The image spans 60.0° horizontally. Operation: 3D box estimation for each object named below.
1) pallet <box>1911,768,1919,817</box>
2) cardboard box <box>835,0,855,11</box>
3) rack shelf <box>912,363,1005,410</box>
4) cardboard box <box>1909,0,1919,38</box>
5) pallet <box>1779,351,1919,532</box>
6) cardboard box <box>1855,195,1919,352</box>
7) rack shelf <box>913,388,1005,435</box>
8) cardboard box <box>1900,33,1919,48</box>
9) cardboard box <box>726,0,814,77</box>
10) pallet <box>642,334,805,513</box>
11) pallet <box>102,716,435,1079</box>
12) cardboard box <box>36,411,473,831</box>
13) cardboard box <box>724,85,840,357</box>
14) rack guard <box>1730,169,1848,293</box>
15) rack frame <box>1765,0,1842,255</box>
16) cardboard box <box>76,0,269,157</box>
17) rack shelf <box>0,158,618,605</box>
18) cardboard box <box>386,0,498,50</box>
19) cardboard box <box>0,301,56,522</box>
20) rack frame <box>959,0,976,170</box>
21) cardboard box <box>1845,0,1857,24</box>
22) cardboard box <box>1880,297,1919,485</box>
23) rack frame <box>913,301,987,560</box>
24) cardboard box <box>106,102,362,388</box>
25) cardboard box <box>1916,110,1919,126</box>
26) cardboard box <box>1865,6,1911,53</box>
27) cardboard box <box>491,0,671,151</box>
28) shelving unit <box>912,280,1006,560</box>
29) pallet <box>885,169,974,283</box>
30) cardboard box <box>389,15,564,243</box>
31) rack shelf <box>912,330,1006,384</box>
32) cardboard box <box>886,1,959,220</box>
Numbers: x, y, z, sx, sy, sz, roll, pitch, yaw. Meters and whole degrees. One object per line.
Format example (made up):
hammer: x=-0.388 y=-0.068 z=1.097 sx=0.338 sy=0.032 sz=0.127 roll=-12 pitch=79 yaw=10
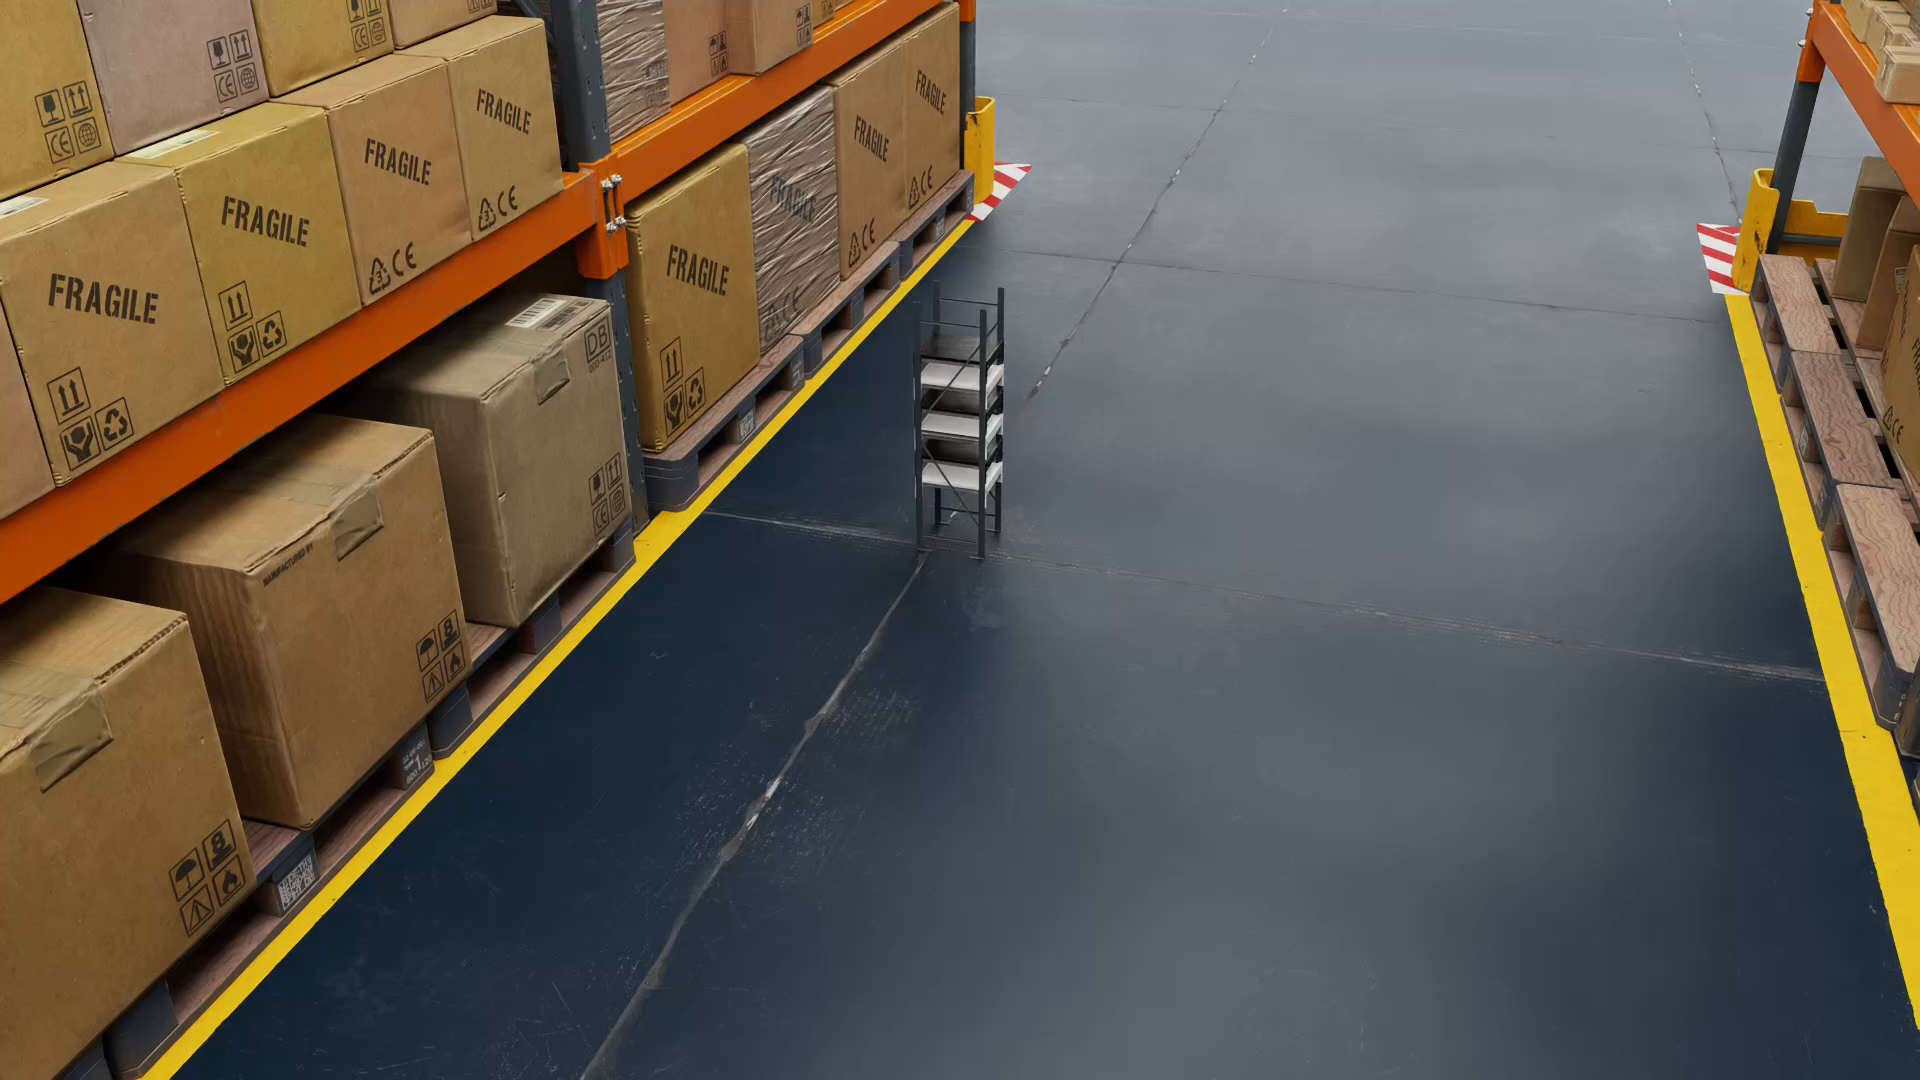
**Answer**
pallet: x=2.899 y=0.924 z=3.872 sx=1.003 sy=0.211 sz=1.213 roll=8 pitch=30 yaw=15
cardboard box: x=-0.903 y=-2.656 z=7.284 sx=0.875 sy=0.550 sz=0.550 roll=8 pitch=30 yaw=15
rack shelf: x=-0.002 y=-0.518 z=5.453 sx=0.258 sy=0.077 sz=0.200 roll=8 pitch=30 yaw=15
cardboard box: x=3.892 y=-1.962 z=5.782 sx=0.875 sy=0.500 sz=0.500 roll=8 pitch=30 yaw=15
pallet: x=3.645 y=-0.324 z=6.115 sx=1.003 sy=0.211 sz=1.213 roll=8 pitch=30 yaw=15
cardboard box: x=3.958 y=-1.036 z=6.666 sx=0.500 sy=0.500 sz=0.500 roll=17 pitch=33 yaw=28
rack shelf: x=-0.002 y=-0.439 z=5.497 sx=0.258 sy=0.077 sz=0.200 roll=8 pitch=30 yaw=15
cardboard box: x=3.628 y=-1.725 z=6.024 sx=0.380 sy=0.149 sz=0.250 roll=8 pitch=30 yaw=15
cardboard box: x=-1.078 y=-2.143 z=6.362 sx=0.875 sy=0.550 sz=0.550 roll=8 pitch=30 yaw=15
pallet: x=-1.288 y=-0.535 z=6.494 sx=1.003 sy=0.211 sz=1.213 roll=8 pitch=30 yaw=15
pallet: x=-2.097 y=0.746 z=4.193 sx=1.003 sy=0.211 sz=1.213 roll=8 pitch=30 yaw=15
cardboard box: x=-1.969 y=0.137 z=4.300 sx=1.050 sy=0.750 sz=0.750 roll=8 pitch=30 yaw=15
cardboard box: x=-1.074 y=-1.368 z=6.877 sx=0.875 sy=0.875 sz=0.875 roll=9 pitch=30 yaw=15
rack guard: x=4.278 y=-1.388 z=7.730 sx=1.175 sy=0.500 sz=0.348 roll=8 pitch=30 yaw=15
rack frame: x=4.300 y=-2.515 z=7.186 sx=1.000 sy=3.000 sz=0.127 roll=8 pitch=30 yaw=15
cardboard box: x=-2.024 y=-1.186 z=3.665 sx=0.700 sy=0.500 sz=0.500 roll=9 pitch=30 yaw=15
rack shelf: x=-2.173 y=-0.167 z=3.705 sx=1.077 sy=0.370 sz=4.000 roll=8 pitch=30 yaw=15
cardboard box: x=-1.726 y=-1.660 z=4.518 sx=0.700 sy=0.500 sz=0.500 roll=8 pitch=30 yaw=14
cardboard box: x=-2.075 y=-0.237 z=2.988 sx=0.500 sy=0.500 sz=0.500 roll=8 pitch=30 yaw=15
rack frame: x=-0.412 y=-3.270 z=8.543 sx=1.000 sy=3.000 sz=0.127 roll=8 pitch=30 yaw=15
cardboard box: x=3.897 y=-2.194 z=6.866 sx=0.380 sy=0.149 sz=0.250 roll=8 pitch=30 yaw=15
cardboard box: x=3.549 y=-0.495 z=5.693 sx=0.500 sy=0.500 sz=0.500 roll=6 pitch=30 yaw=10
rack frame: x=-0.032 y=-0.342 z=5.440 sx=0.240 sy=0.900 sz=0.006 roll=8 pitch=30 yaw=15
cardboard box: x=-1.780 y=-0.705 z=3.828 sx=0.500 sy=0.500 sz=0.500 roll=9 pitch=30 yaw=15
cardboard box: x=3.362 y=-1.384 z=5.410 sx=0.380 sy=0.149 sz=0.250 roll=8 pitch=30 yaw=15
cardboard box: x=3.755 y=-1.961 z=6.447 sx=0.380 sy=0.149 sz=0.250 roll=8 pitch=30 yaw=15
cardboard box: x=-1.489 y=-1.650 z=5.476 sx=0.875 sy=0.550 sz=0.550 roll=8 pitch=30 yaw=15
shelving unit: x=-0.002 y=-0.389 z=5.524 sx=0.258 sy=0.900 sz=0.210 roll=8 pitch=30 yaw=15
pallet: x=-0.572 y=-1.669 z=8.533 sx=1.003 sy=0.211 sz=1.213 roll=8 pitch=30 yaw=15
cardboard box: x=-1.484 y=-1.174 z=4.672 sx=0.500 sy=0.500 sz=0.500 roll=8 pitch=30 yaw=15
rack shelf: x=-0.002 y=-0.596 z=5.409 sx=0.258 sy=0.077 sz=0.200 roll=8 pitch=30 yaw=15
cardboard box: x=-0.548 y=-2.201 z=8.374 sx=0.875 sy=0.875 sz=0.875 roll=9 pitch=30 yaw=15
